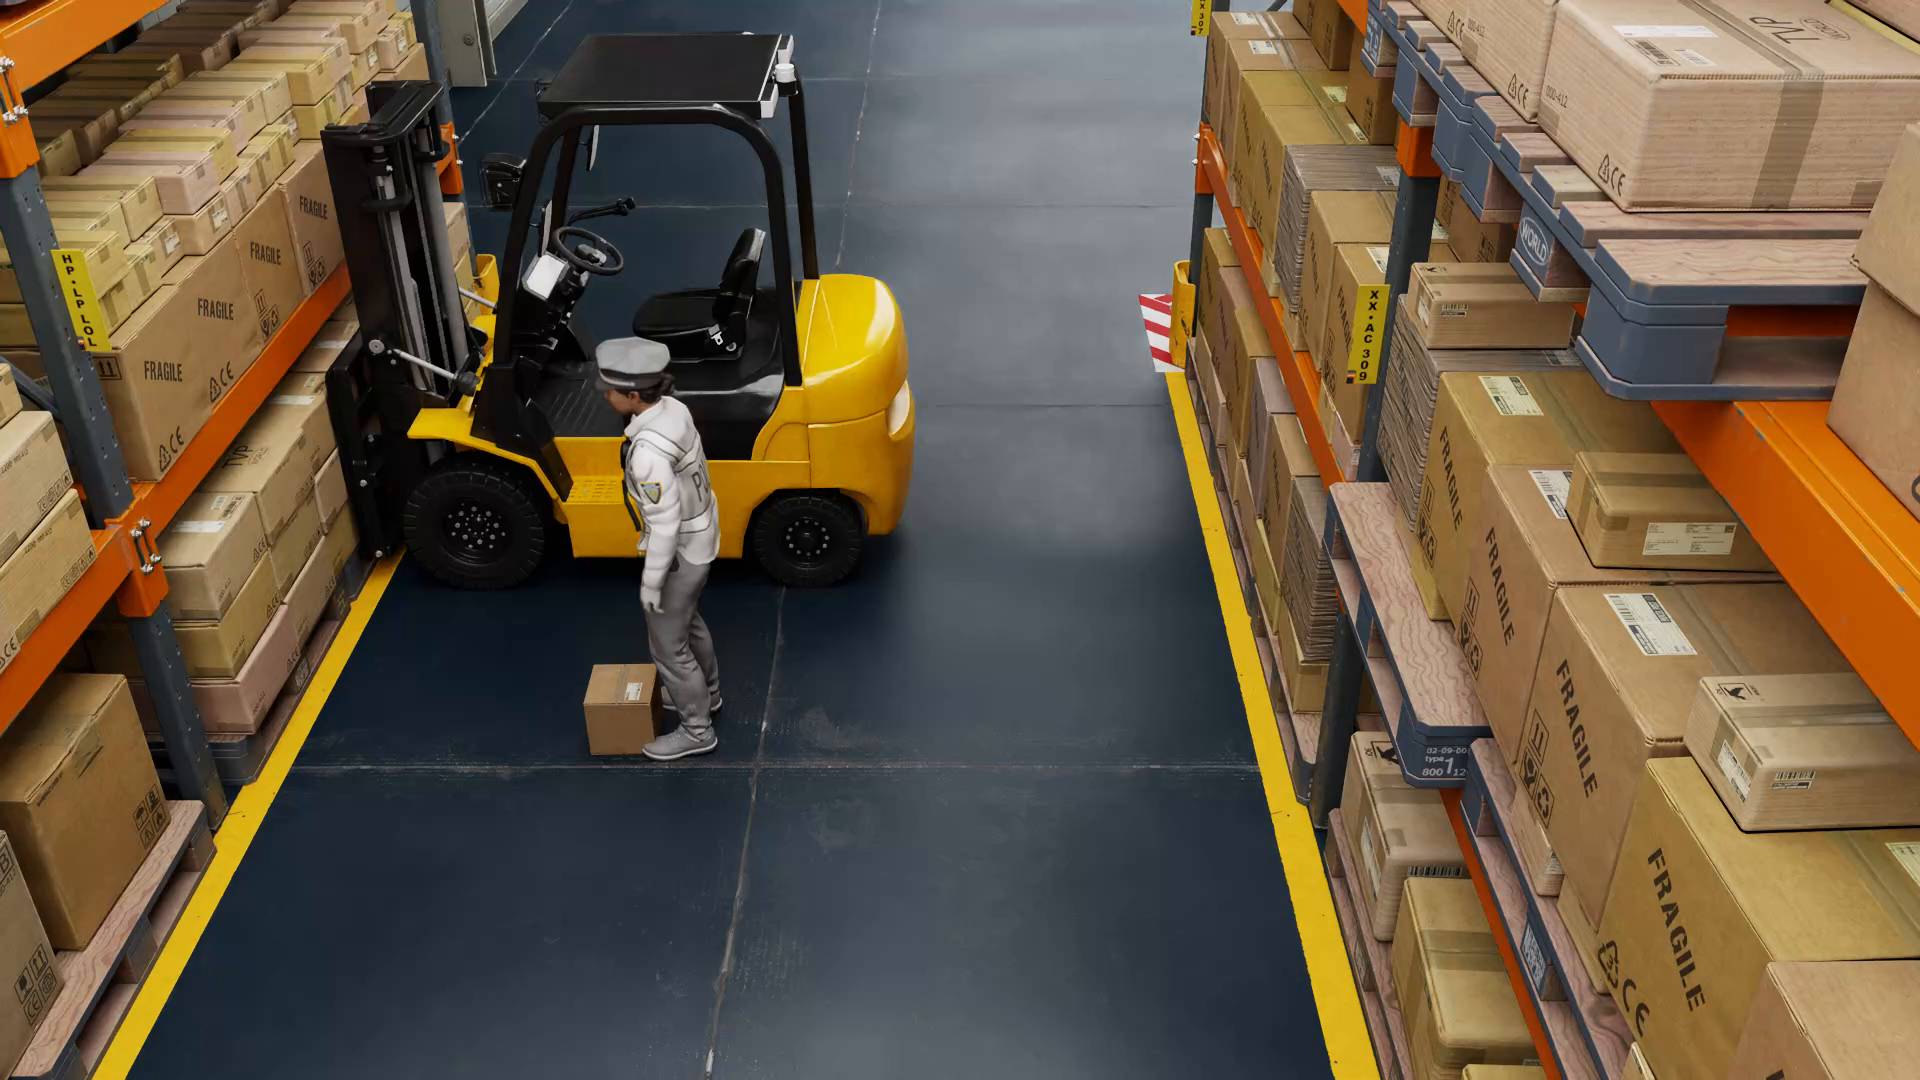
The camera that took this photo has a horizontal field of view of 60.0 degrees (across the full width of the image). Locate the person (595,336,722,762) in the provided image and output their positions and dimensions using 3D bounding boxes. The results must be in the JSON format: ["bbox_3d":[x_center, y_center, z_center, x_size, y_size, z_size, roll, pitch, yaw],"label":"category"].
[{"bbox_3d":[-1.058,0.046,6.056,0.374,1.664,0.528,0,32,0],"label":"person"}]
